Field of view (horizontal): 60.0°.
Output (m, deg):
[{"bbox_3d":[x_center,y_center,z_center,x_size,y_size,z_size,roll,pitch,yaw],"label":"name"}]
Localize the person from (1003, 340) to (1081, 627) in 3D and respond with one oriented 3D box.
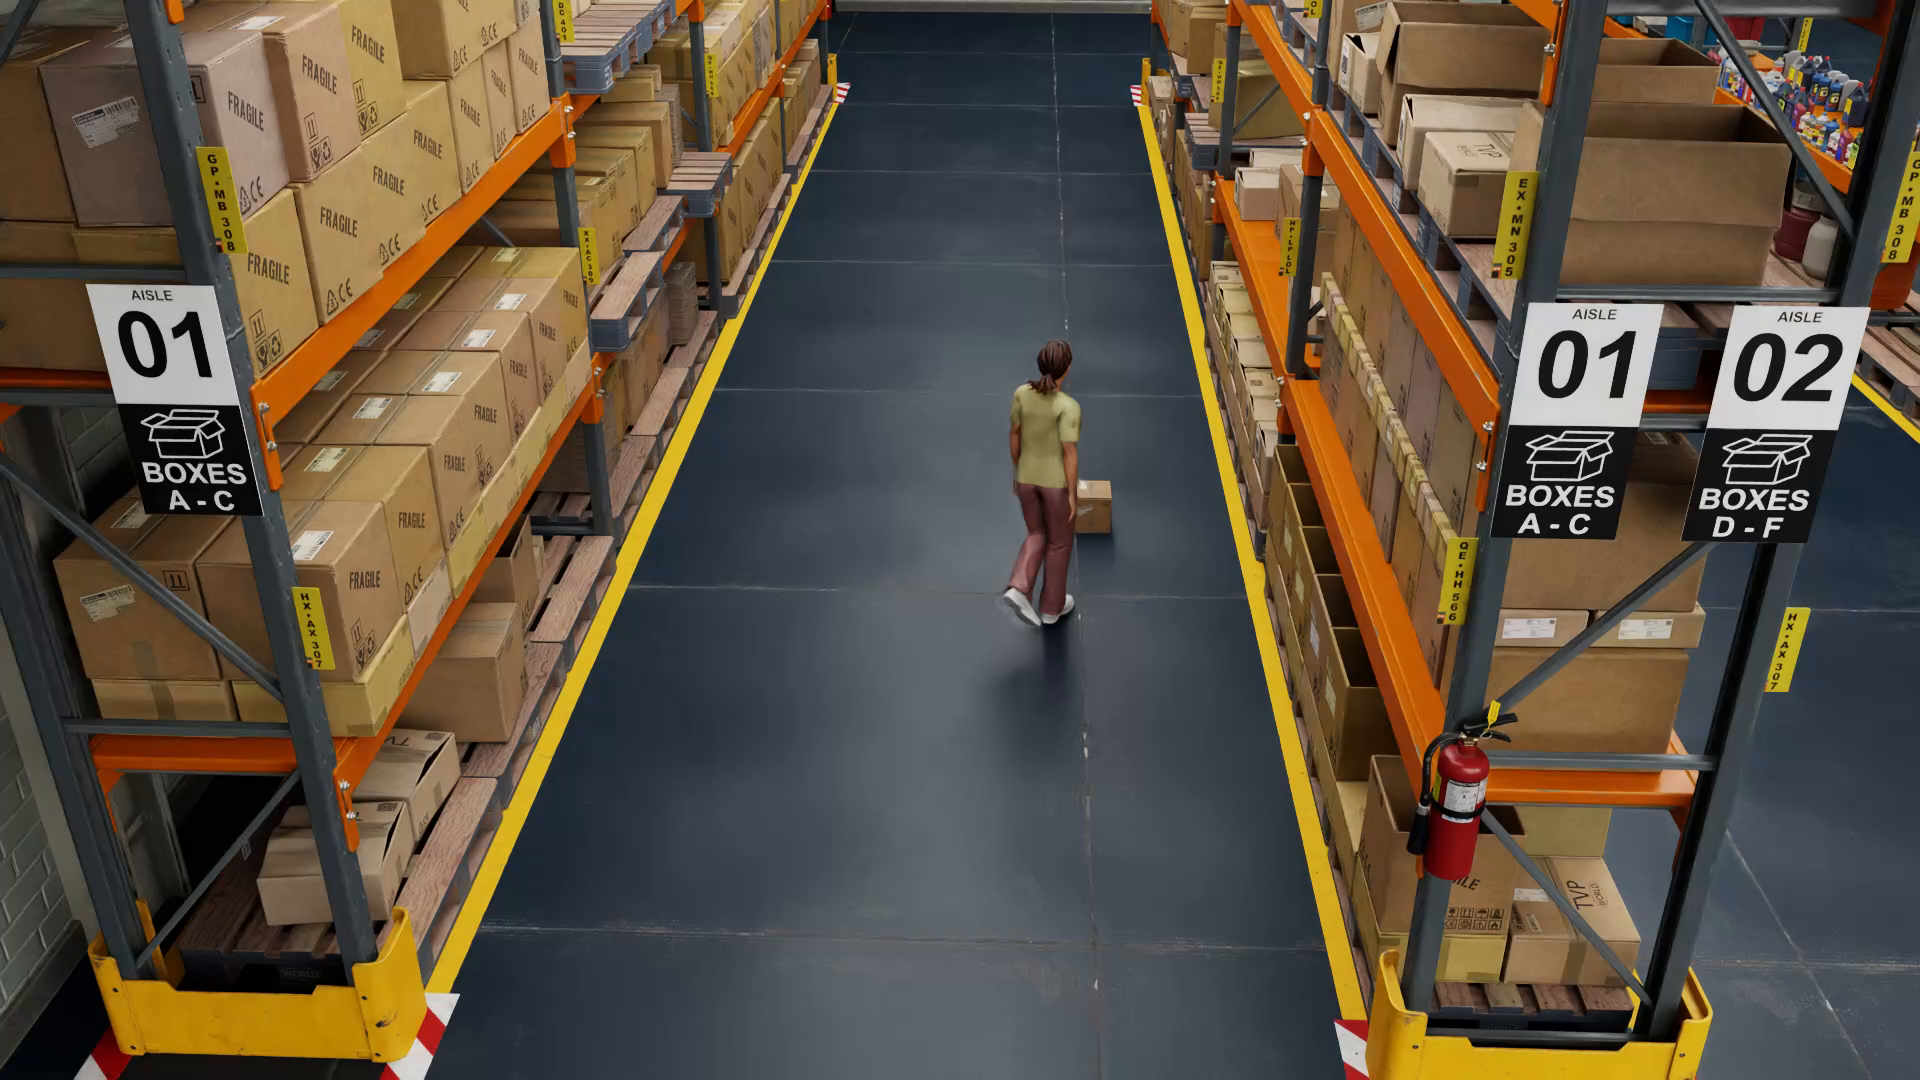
[{"bbox_3d":[0.411,-0.271,9.115,0.476,1.655,0.613,21,35,34],"label":"person"}]
